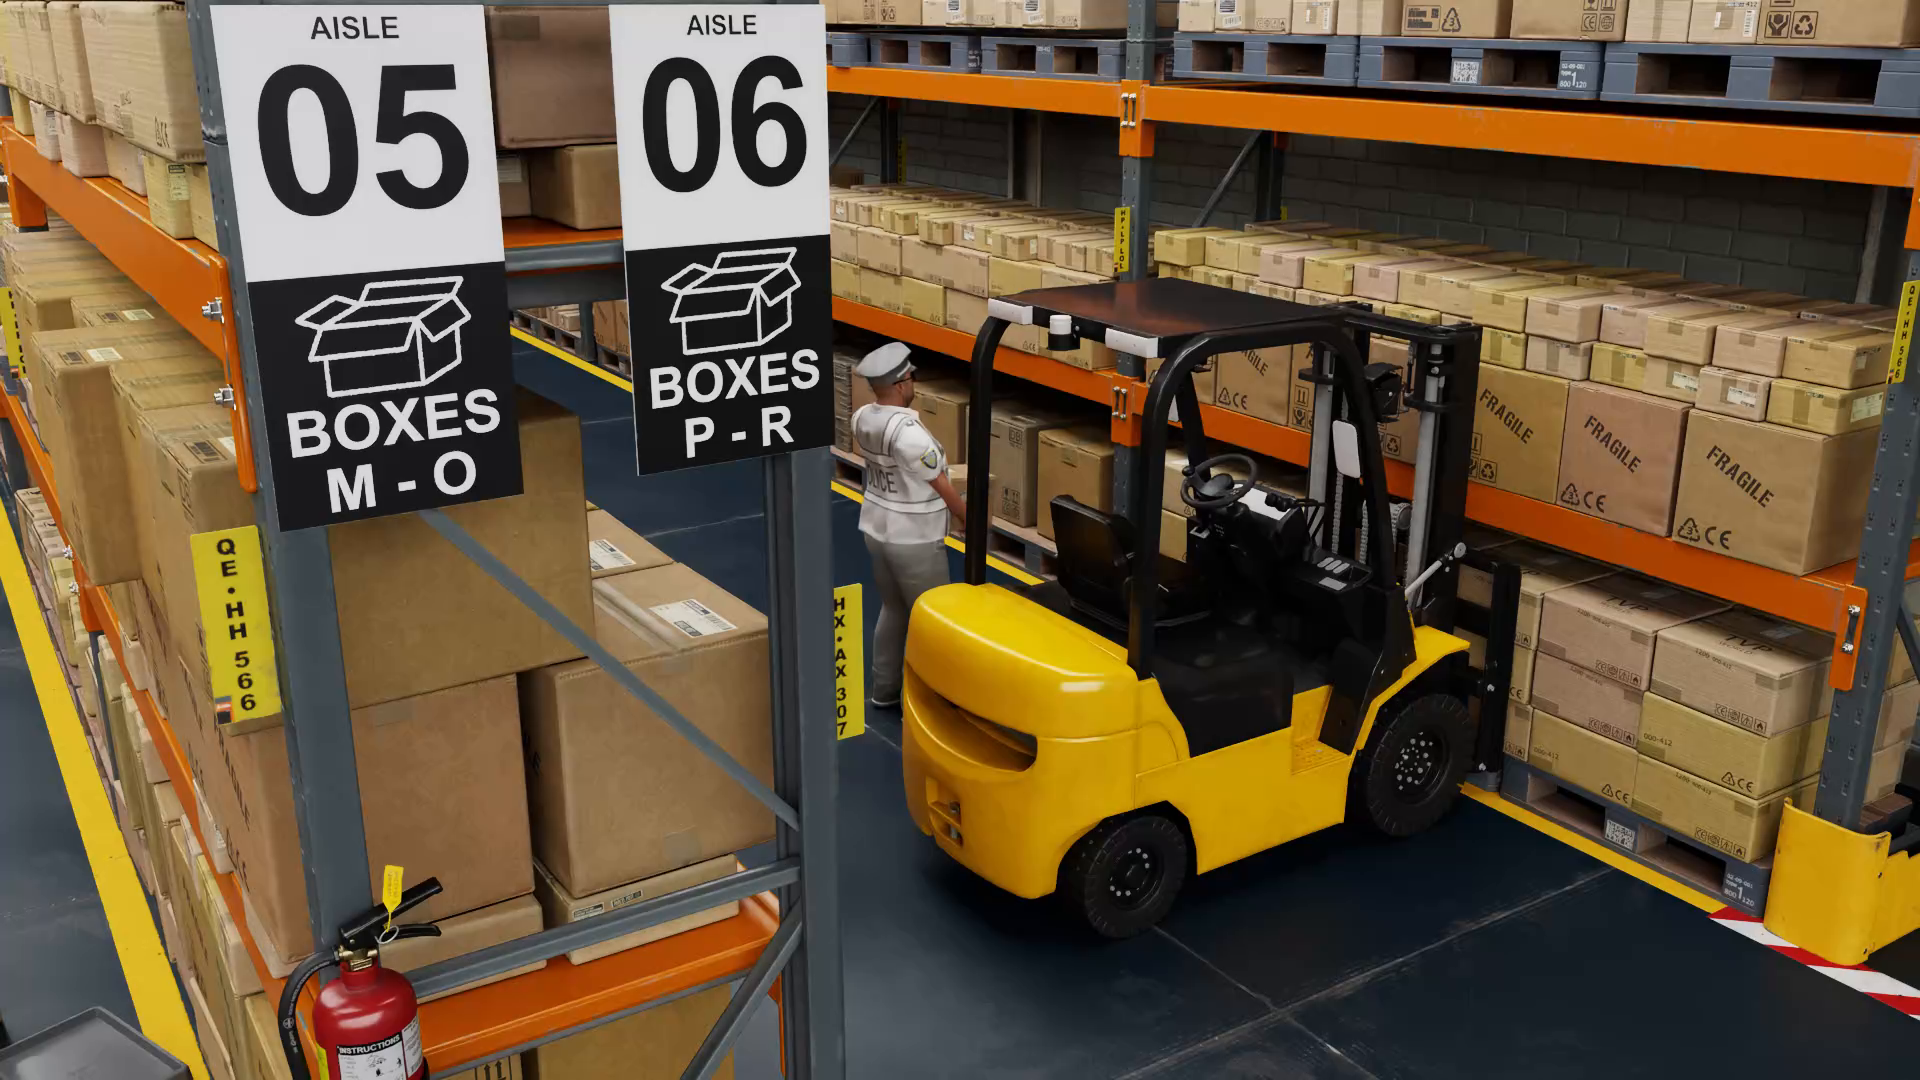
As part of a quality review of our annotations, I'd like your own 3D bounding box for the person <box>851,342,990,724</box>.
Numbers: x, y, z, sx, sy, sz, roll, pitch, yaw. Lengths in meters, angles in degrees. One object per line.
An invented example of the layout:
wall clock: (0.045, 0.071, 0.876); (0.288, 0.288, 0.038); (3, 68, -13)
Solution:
person: (-0.184, -0.045, 7.651); (0.573, 1.767, 0.493); (-11, 21, -31)
